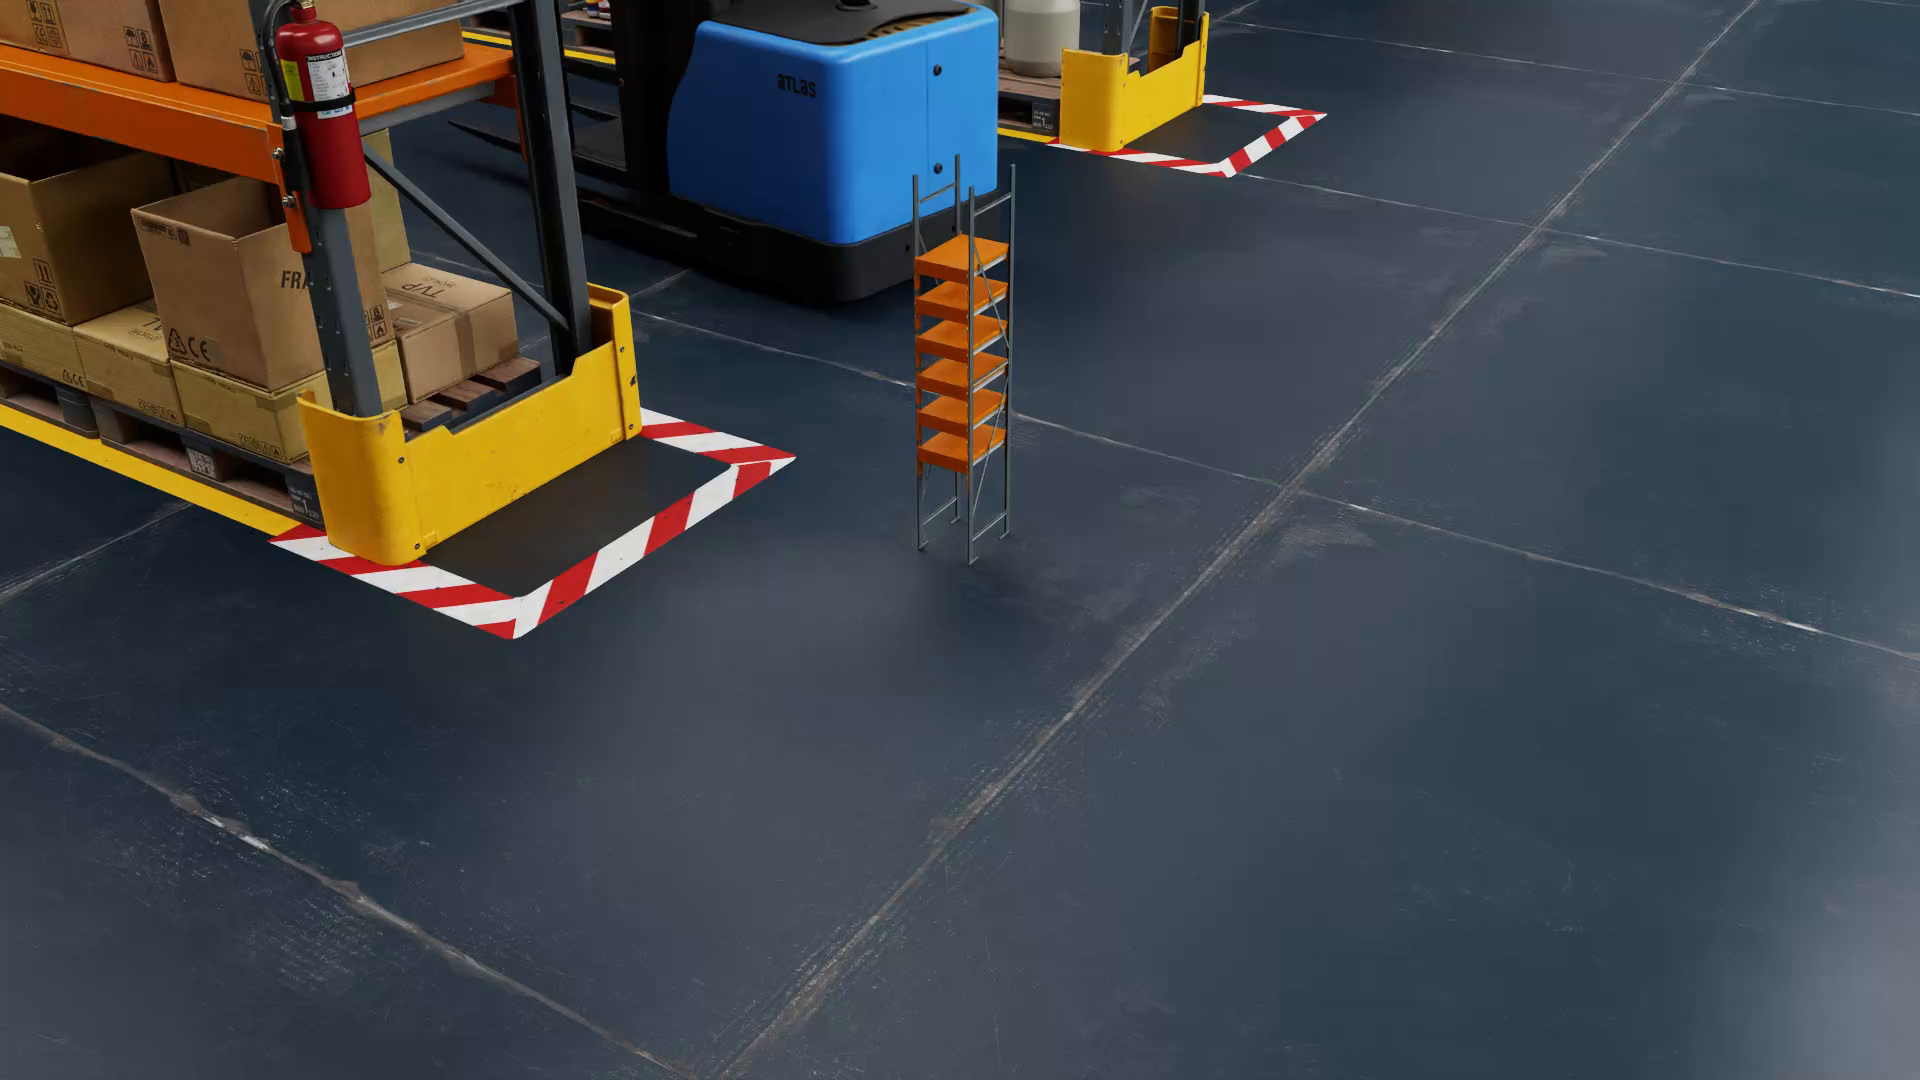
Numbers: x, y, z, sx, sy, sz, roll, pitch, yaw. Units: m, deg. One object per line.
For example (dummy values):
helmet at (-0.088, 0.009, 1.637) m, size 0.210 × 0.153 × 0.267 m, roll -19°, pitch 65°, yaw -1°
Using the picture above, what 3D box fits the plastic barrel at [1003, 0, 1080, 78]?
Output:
plastic barrel at (0.454, -2.867, 9.239) m, size 0.421 × 0.512 × 0.421 m, roll 0°, pitch 30°, yaw 0°

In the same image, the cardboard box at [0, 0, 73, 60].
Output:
cardboard box at (-2.838, -1.951, 5.518) m, size 0.500 × 0.500 × 0.700 m, roll 18°, pitch 35°, yaw 28°

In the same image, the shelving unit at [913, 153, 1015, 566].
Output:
shelving unit at (0.012, -0.514, 4.941) m, size 0.189 × 1.200 × 0.258 m, roll 18°, pitch 35°, yaw 27°

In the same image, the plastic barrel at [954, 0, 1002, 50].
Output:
plastic barrel at (0.029, -3.001, 9.470) m, size 0.421 × 0.512 × 0.421 m, roll 0°, pitch 30°, yaw 0°

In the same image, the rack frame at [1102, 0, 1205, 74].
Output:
rack frame at (1.052, -3.616, 8.472) m, size 0.127 × 3.000 × 1.000 m, roll 18°, pitch 35°, yaw 27°

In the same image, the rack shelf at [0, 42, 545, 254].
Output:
rack shelf at (-3.279, -1.728, 5.950) m, size 4.000 × 0.370 × 1.077 m, roll 18°, pitch 35°, yaw 27°

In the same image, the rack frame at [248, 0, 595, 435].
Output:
rack frame at (-1.585, -1.503, 4.850) m, size 0.127 × 3.000 × 1.000 m, roll 18°, pitch 35°, yaw 27°

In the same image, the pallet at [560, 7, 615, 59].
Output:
pallet at (-1.790, -3.286, 10.673) m, size 1.213 × 0.211 × 1.003 m, roll 18°, pitch 35°, yaw 27°

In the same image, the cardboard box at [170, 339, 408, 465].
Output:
cardboard box at (-2.196, -0.514, 5.467) m, size 0.500 × 0.250 × 0.500 m, roll 18°, pitch 35°, yaw 27°

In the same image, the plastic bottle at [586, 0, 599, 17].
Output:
plastic bottle at (-2.299, -3.427, 10.418) m, size 0.097 × 0.271 × 0.097 m, roll 0°, pitch 30°, yaw 0°

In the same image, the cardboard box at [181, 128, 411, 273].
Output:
cardboard box at (-2.345, -1.193, 5.885) m, size 0.500 × 0.500 × 0.500 m, roll 18°, pitch 35°, yaw 27°

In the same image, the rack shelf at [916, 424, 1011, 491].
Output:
rack shelf at (0.012, -0.269, 5.084) m, size 0.180 × 0.103 × 0.258 m, roll 18°, pitch 35°, yaw 27°

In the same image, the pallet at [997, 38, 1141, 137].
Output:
pallet at (0.277, -2.632, 9.552) m, size 1.213 × 0.211 × 1.003 m, roll 18°, pitch 35°, yaw 27°

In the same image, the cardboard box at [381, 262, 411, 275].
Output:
cardboard box at (-2.346, -0.868, 6.073) m, size 0.500 × 0.250 × 0.500 m, roll 18°, pitch 35°, yaw 27°

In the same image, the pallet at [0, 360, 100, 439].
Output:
pallet at (-3.284, -0.813, 6.434) m, size 1.213 × 0.211 × 1.003 m, roll 18°, pitch 35°, yaw 27°

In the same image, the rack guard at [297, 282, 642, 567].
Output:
rack guard at (-1.565, -0.417, 5.469) m, size 0.348 × 0.500 × 1.175 m, roll 18°, pitch 35°, yaw 27°

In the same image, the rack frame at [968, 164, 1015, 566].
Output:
rack frame at (0.090, -0.490, 4.899) m, size 0.006 × 1.200 × 0.240 m, roll 18°, pitch 35°, yaw 27°

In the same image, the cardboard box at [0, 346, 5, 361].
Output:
cardboard box at (-3.473, -0.911, 6.147) m, size 0.500 × 0.250 × 0.500 m, roll 18°, pitch 35°, yaw 27°

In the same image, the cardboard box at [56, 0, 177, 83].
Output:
cardboard box at (-2.421, -1.816, 5.286) m, size 0.500 × 0.500 × 0.700 m, roll 19°, pitch 35°, yaw 29°

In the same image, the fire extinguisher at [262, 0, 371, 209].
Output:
fire extinguisher at (-1.732, -1.240, 4.475) m, size 0.183 × 0.674 × 0.296 m, roll 18°, pitch 35°, yaw 27°

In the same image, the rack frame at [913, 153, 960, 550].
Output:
rack frame at (-0.065, -0.539, 4.983) m, size 0.006 × 1.200 × 0.240 m, roll 18°, pitch 35°, yaw 27°

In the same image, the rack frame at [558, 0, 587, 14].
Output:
rack frame at (-2.336, -4.688, 10.309) m, size 0.127 × 3.000 × 1.000 m, roll 18°, pitch 35°, yaw 27°

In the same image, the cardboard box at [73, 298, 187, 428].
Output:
cardboard box at (-2.626, -0.643, 5.688) m, size 0.500 × 0.250 × 0.500 m, roll 18°, pitch 35°, yaw 27°

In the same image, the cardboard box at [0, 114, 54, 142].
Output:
cardboard box at (-3.475, -1.234, 5.956) m, size 0.500 × 0.500 × 0.500 m, roll 18°, pitch 35°, yaw 27°

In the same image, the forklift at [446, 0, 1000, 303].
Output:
forklift at (-1.267, -2.851, 7.229) m, size 3.031 × 2.935 × 1.130 m, roll 24°, pitch 38°, yaw 34°

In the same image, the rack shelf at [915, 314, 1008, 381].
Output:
rack shelf at (0.012, -0.580, 4.903) m, size 0.180 × 0.103 × 0.258 m, roll 18°, pitch 35°, yaw 27°

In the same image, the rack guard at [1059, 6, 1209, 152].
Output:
rack guard at (0.962, -2.537, 9.102) m, size 0.348 × 0.500 × 1.175 m, roll 18°, pitch 35°, yaw 27°

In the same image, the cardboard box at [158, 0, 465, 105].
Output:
cardboard box at (-1.974, -1.677, 5.048) m, size 0.500 × 0.500 × 0.700 m, roll 18°, pitch 35°, yaw 27°

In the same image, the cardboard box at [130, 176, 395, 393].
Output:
cardboard box at (-2.197, -0.837, 5.277) m, size 0.500 × 0.500 × 0.500 m, roll 18°, pitch 35°, yaw 27°

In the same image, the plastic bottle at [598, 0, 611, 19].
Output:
plastic bottle at (-2.213, -3.370, 10.389) m, size 0.097 × 0.201 × 0.097 m, roll 0°, pitch 30°, yaw 0°

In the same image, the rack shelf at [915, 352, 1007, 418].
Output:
rack shelf at (0.012, -0.476, 4.963) m, size 0.180 × 0.103 × 0.258 m, roll 18°, pitch 35°, yaw 27°

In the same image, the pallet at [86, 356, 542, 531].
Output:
pallet at (-2.255, -0.486, 5.873) m, size 1.213 × 0.211 × 1.003 m, roll 18°, pitch 35°, yaw 27°

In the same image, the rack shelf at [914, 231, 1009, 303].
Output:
rack shelf at (0.012, -0.787, 4.782) m, size 0.180 × 0.103 × 0.258 m, roll 18°, pitch 35°, yaw 27°

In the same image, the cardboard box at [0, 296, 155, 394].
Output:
cardboard box at (-3.051, -0.776, 5.916) m, size 0.500 × 0.250 × 0.500 m, roll 18°, pitch 35°, yaw 27°

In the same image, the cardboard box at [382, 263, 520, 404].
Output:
cardboard box at (-1.921, -0.736, 5.846) m, size 0.500 × 0.250 × 0.500 m, roll 18°, pitch 35°, yaw 27°

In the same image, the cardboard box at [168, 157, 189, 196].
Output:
cardboard box at (-2.776, -1.321, 6.105) m, size 0.500 × 0.500 × 0.500 m, roll 18°, pitch 35°, yaw 27°

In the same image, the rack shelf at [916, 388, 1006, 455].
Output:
rack shelf at (0.012, -0.372, 5.024) m, size 0.180 × 0.103 × 0.258 m, roll 18°, pitch 35°, yaw 27°

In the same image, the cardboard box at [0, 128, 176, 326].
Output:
cardboard box at (-3.052, -1.099, 5.725) m, size 0.500 × 0.500 × 0.500 m, roll 18°, pitch 35°, yaw 27°

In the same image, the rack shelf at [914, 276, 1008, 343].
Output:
rack shelf at (0.012, -0.683, 4.842) m, size 0.180 × 0.103 × 0.258 m, roll 18°, pitch 35°, yaw 27°

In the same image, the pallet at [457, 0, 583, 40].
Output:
pallet at (-3.022, -3.677, 11.344) m, size 1.213 × 0.211 × 1.003 m, roll 18°, pitch 35°, yaw 27°
